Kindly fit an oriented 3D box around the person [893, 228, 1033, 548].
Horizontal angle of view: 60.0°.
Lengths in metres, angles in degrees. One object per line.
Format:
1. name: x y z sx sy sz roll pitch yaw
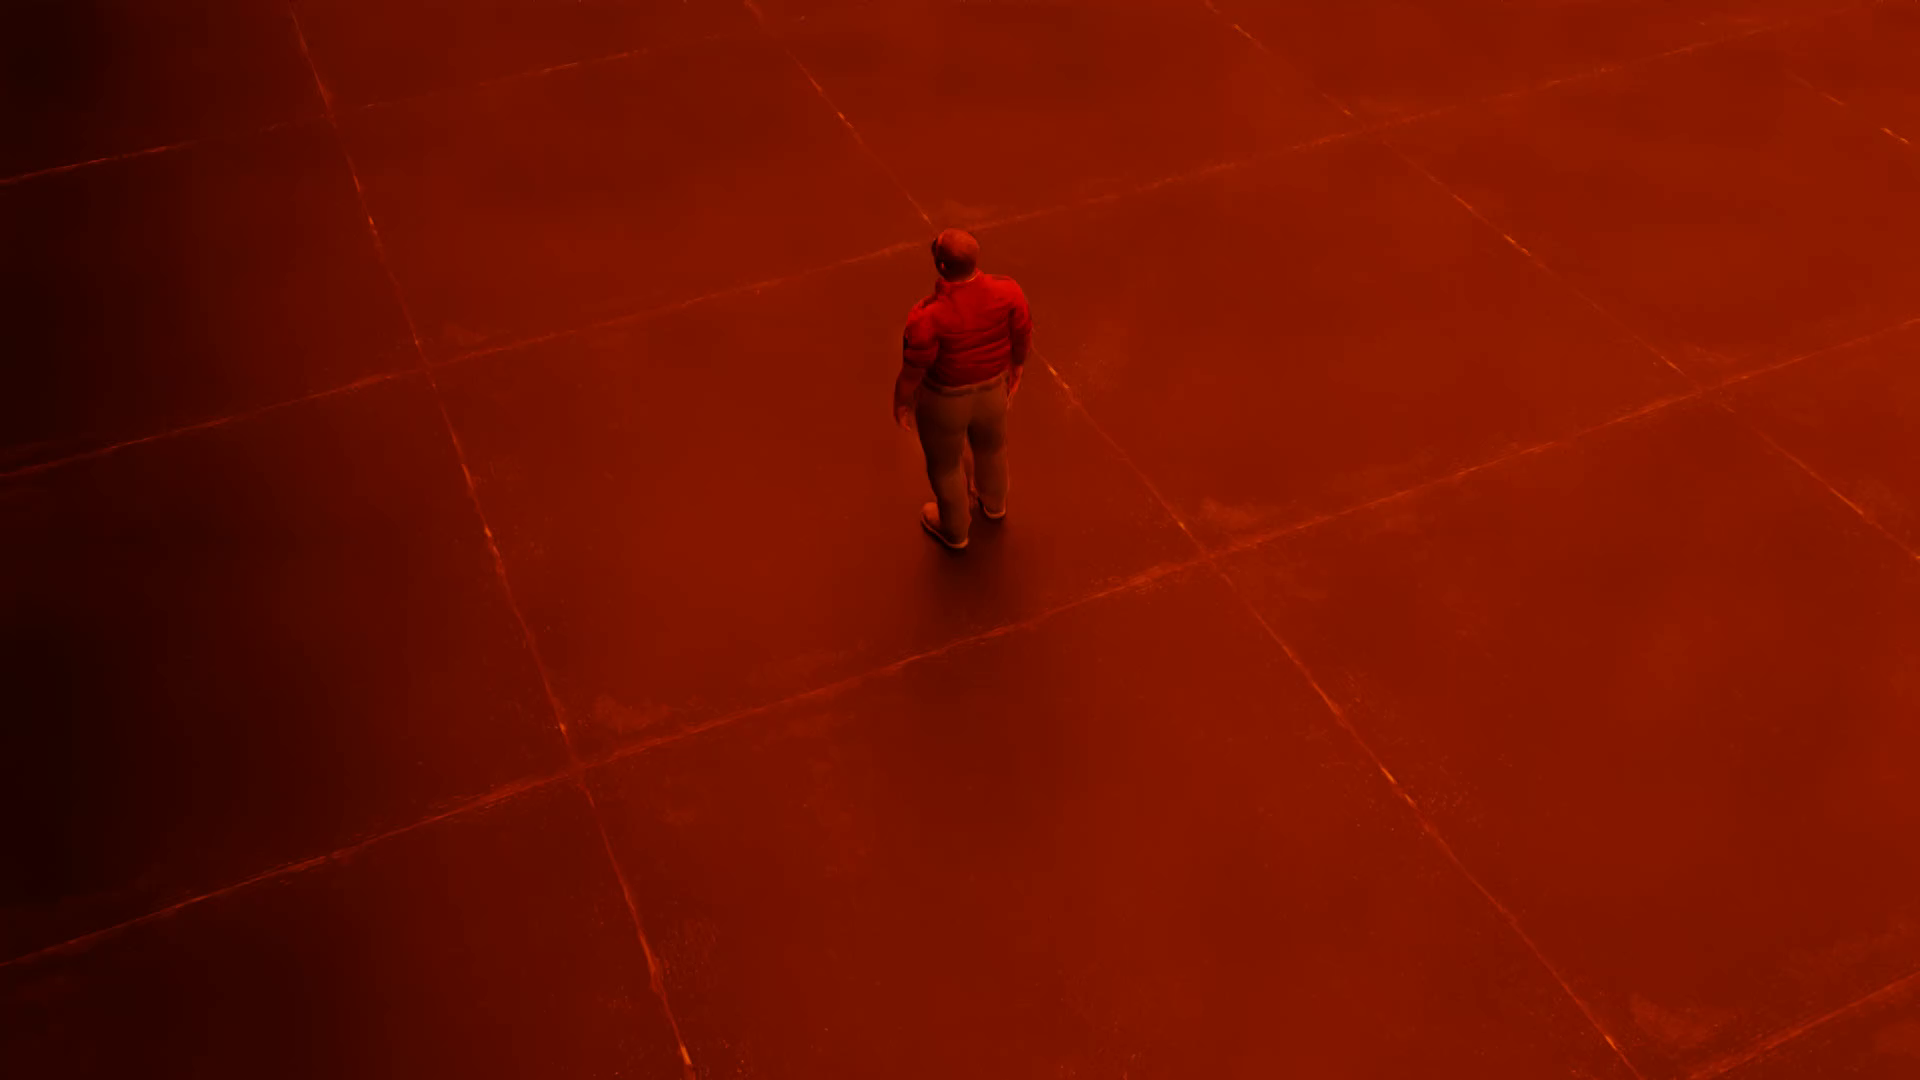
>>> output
1. person: -0.027 -0.696 7.297 0.640 1.726 0.550 -18 46 -18
